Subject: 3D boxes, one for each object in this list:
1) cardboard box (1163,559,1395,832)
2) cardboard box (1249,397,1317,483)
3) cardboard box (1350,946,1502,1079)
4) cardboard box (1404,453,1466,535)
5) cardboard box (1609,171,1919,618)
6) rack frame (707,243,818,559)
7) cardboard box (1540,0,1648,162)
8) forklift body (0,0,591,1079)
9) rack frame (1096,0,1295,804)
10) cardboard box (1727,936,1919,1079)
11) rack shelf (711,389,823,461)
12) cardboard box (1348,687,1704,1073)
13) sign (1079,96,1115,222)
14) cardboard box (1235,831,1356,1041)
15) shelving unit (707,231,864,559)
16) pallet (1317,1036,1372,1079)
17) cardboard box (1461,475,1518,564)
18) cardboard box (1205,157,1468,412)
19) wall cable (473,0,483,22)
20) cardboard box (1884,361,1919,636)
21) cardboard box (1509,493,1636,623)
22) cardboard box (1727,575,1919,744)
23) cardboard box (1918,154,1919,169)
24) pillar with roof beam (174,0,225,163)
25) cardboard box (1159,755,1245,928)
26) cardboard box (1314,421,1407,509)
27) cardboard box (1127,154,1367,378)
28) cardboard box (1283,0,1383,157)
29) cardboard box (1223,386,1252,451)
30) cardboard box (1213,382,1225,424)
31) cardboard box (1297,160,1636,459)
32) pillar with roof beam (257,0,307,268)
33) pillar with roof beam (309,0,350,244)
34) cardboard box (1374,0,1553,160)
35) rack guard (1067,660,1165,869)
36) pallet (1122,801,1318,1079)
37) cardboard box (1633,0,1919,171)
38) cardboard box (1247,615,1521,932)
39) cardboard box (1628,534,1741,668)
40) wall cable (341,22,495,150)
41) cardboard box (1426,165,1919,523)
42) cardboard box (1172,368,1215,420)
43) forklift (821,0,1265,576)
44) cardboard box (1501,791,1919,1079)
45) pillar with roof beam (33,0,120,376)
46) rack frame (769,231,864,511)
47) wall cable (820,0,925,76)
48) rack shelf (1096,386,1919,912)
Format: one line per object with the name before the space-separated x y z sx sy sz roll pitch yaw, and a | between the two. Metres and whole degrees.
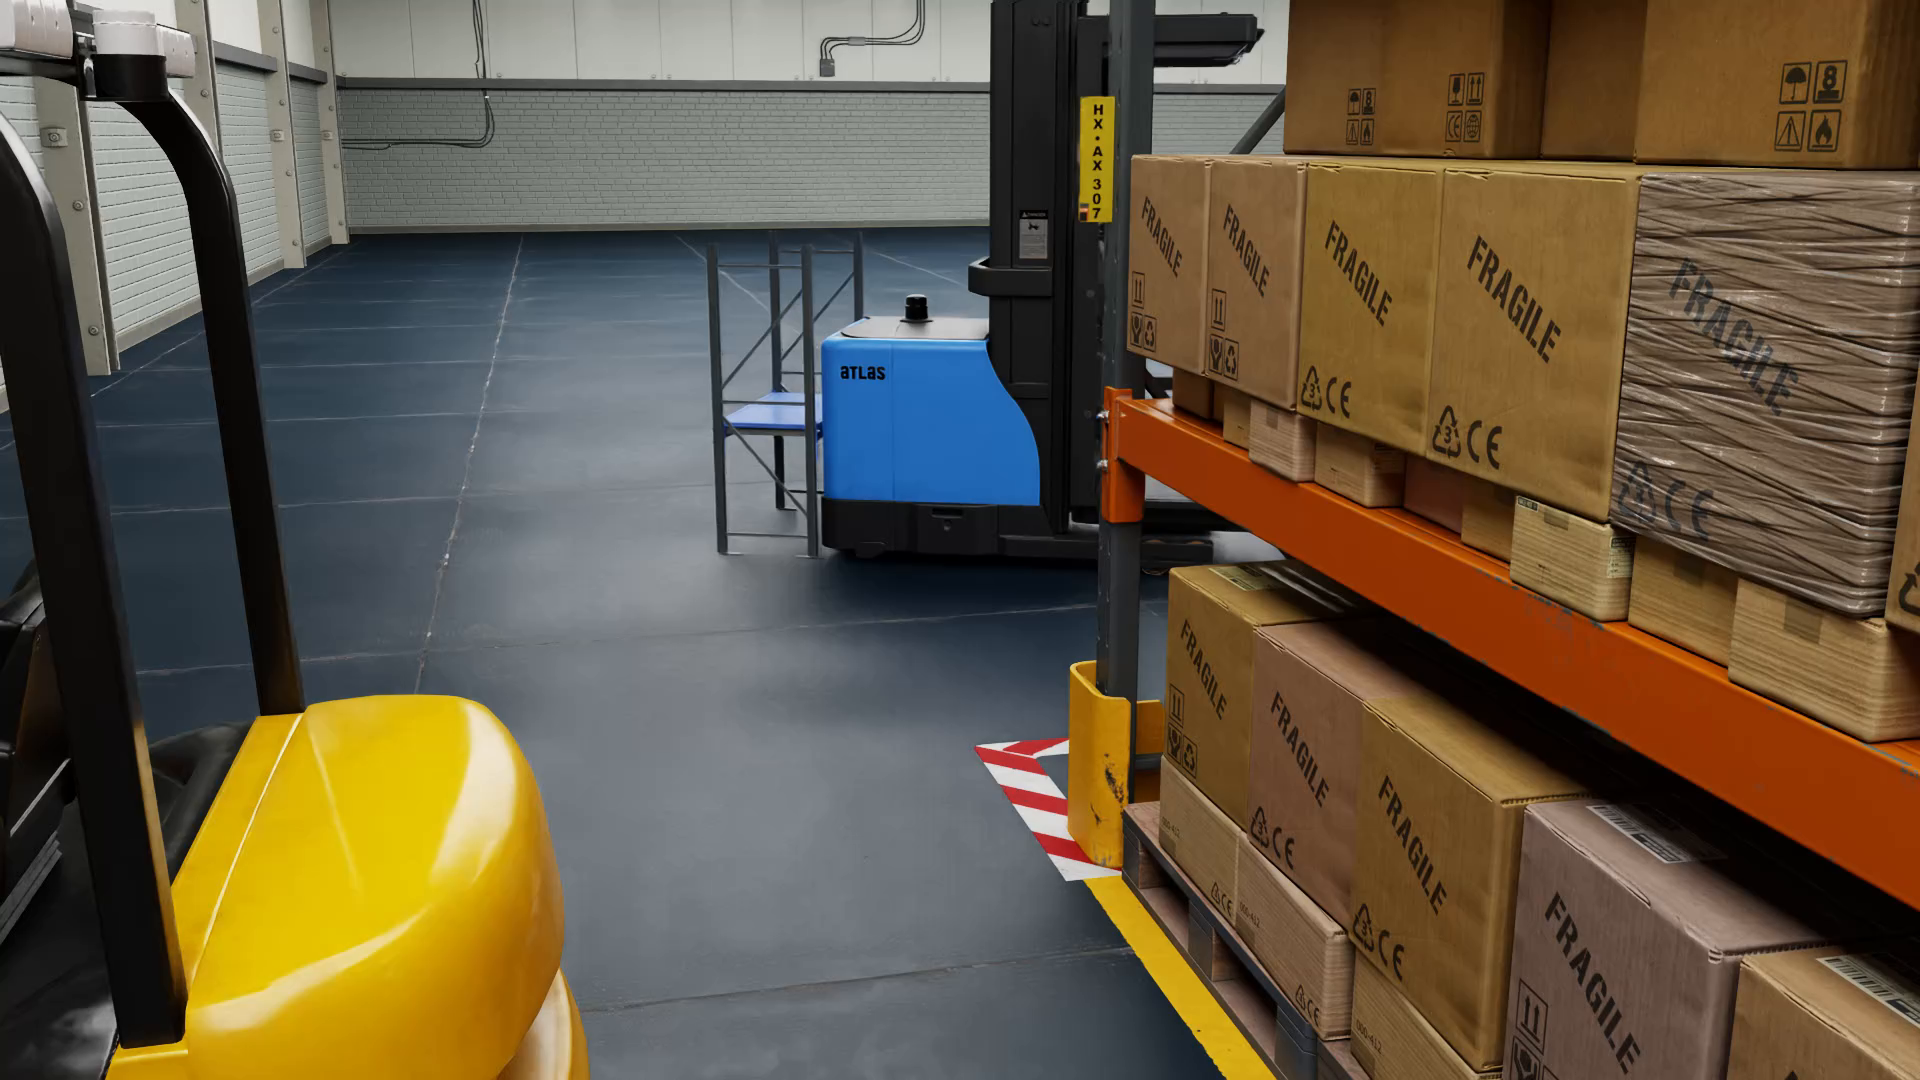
cardboard box | 0.822 0.351 3.997 0.500 0.500 0.500 -4 14 -15
cardboard box | 0.845 -0.227 3.565 0.380 0.149 0.250 -3 14 -12
cardboard box | 1.069 0.954 3.113 0.500 0.250 0.500 -2 14 -9
cardboard box | 1.059 -0.111 3.092 0.380 0.149 0.250 -3 14 -11
cardboard box | 1.235 -0.220 2.169 0.500 0.500 0.500 -3 14 -12
rack frame | -0.937 -0.650 7.927 0.500 1.500 0.032 2 14 10
cardboard box | 1.559 -0.967 3.121 0.700 0.500 0.500 -3 14 -14
forklift body | -1.710 0.403 2.247 2.313 2.155 1.214 -3 14 -13
rack frame | 0.895 -0.623 4.657 1.000 3.000 0.127 -3 14 -13
cardboard box | 1.314 0.828 2.045 0.500 0.500 0.500 -3 14 -12
rack shelf | -0.847 -0.594 8.456 0.538 0.185 1.000 2 14 10
cardboard box | 1.059 0.588 3.029 0.500 0.500 0.500 -3 14 -12
sign | 0.368 -1.013 4.430 0.100 0.325 0.005 -3 14 -13
cardboard box | 0.928 0.828 3.625 0.500 0.250 0.500 -3 14 -11
shelving unit | -0.847 -0.769 8.413 0.538 1.500 1.048 2 14 10
pallet | 1.352 1.219 2.991 1.003 0.211 1.213 -3 14 -13
cardboard box | 1.092 -0.049 2.836 0.380 0.149 0.250 -4 14 -15
cardboard box | 0.861 -0.572 3.611 0.500 0.500 0.500 -3 14 -11
wall cable | -8.464 -11.819 33.744 3.097 2.526 0.112 -3 14 -13
cardboard box | 1.361 -0.100 1.680 0.500 0.500 0.500 -3 14 -11
cardboard box | 1.094 0.012 2.585 0.380 0.149 0.250 -3 14 -13
cardboard box | 1.221 0.130 2.102 0.380 0.149 0.250 -3 14 -14
cardboard box | 1.752 -0.729 2.147 0.700 0.500 0.500 -4 14 -14
pillar with roof beam | -4.684 -7.441 19.925 9.100 9.000 0.400 -3 14 -13
cardboard box | 0.816 0.710 4.109 0.500 0.250 0.500 -3 14 -14
cardboard box | 0.939 -0.169 3.328 0.380 0.149 0.250 -3 14 -12
cardboard box | 0.737 -0.691 4.099 0.500 0.500 0.500 -4 14 -14
cardboard box | 1.227 -1.196 4.059 0.700 0.500 0.500 -4 14 -15
cardboard box | 0.830 -0.288 3.815 0.380 0.149 0.250 -4 14 -15
cardboard box | 0.847 -0.354 4.084 0.380 0.149 0.250 -3 14 -12
cardboard box | 0.982 -0.455 3.130 0.500 0.500 0.500 -4 14 -14
pillar with roof beam | -6.093 -8.826 25.590 9.100 9.000 0.400 -3 14 -13
pillar with roof beam | -7.503 -10.210 31.256 9.100 9.000 0.400 -3 14 -13
cardboard box | 1.339 -1.079 3.579 0.700 0.500 0.500 -3 14 -13
rack guard | 0.913 0.609 4.882 1.175 0.500 0.348 -3 14 -13
pallet | 1.069 0.938 4.141 1.003 0.211 1.213 -3 14 -13
cardboard box | 1.541 -0.844 2.618 0.700 0.500 0.500 -3 14 -14
cardboard box | 0.949 0.472 3.505 0.500 0.500 0.500 -4 14 -15
cardboard box | 1.190 0.070 2.351 0.380 0.149 0.250 -4 14 -14
wall cable | -11.094 -9.215 33.726 3.097 2.526 0.112 -3 14 -13
cardboard box | 1.110 -0.338 2.652 0.500 0.500 0.500 -4 14 -14
cardboard box | 0.774 -0.411 4.319 0.380 0.149 0.250 -3 14 -13
forklift | 0.892 -1.387 7.927 3.031 2.935 1.130 2 14 8
cardboard box | 1.193 0.711 2.526 0.500 0.500 0.500 -3 14 -10
pillar with roof beam | -3.275 -6.057 14.259 9.100 9.000 0.400 -3 14 -13
rack frame | -0.758 -0.888 8.900 0.500 1.500 0.032 2 14 10
wall cable | -1.862 -12.901 35.105 2.305 6.003 0.169 -3 14 -13
rack shelf | 1.365 0.188 2.854 1.077 0.370 4.000 -3 14 -13
